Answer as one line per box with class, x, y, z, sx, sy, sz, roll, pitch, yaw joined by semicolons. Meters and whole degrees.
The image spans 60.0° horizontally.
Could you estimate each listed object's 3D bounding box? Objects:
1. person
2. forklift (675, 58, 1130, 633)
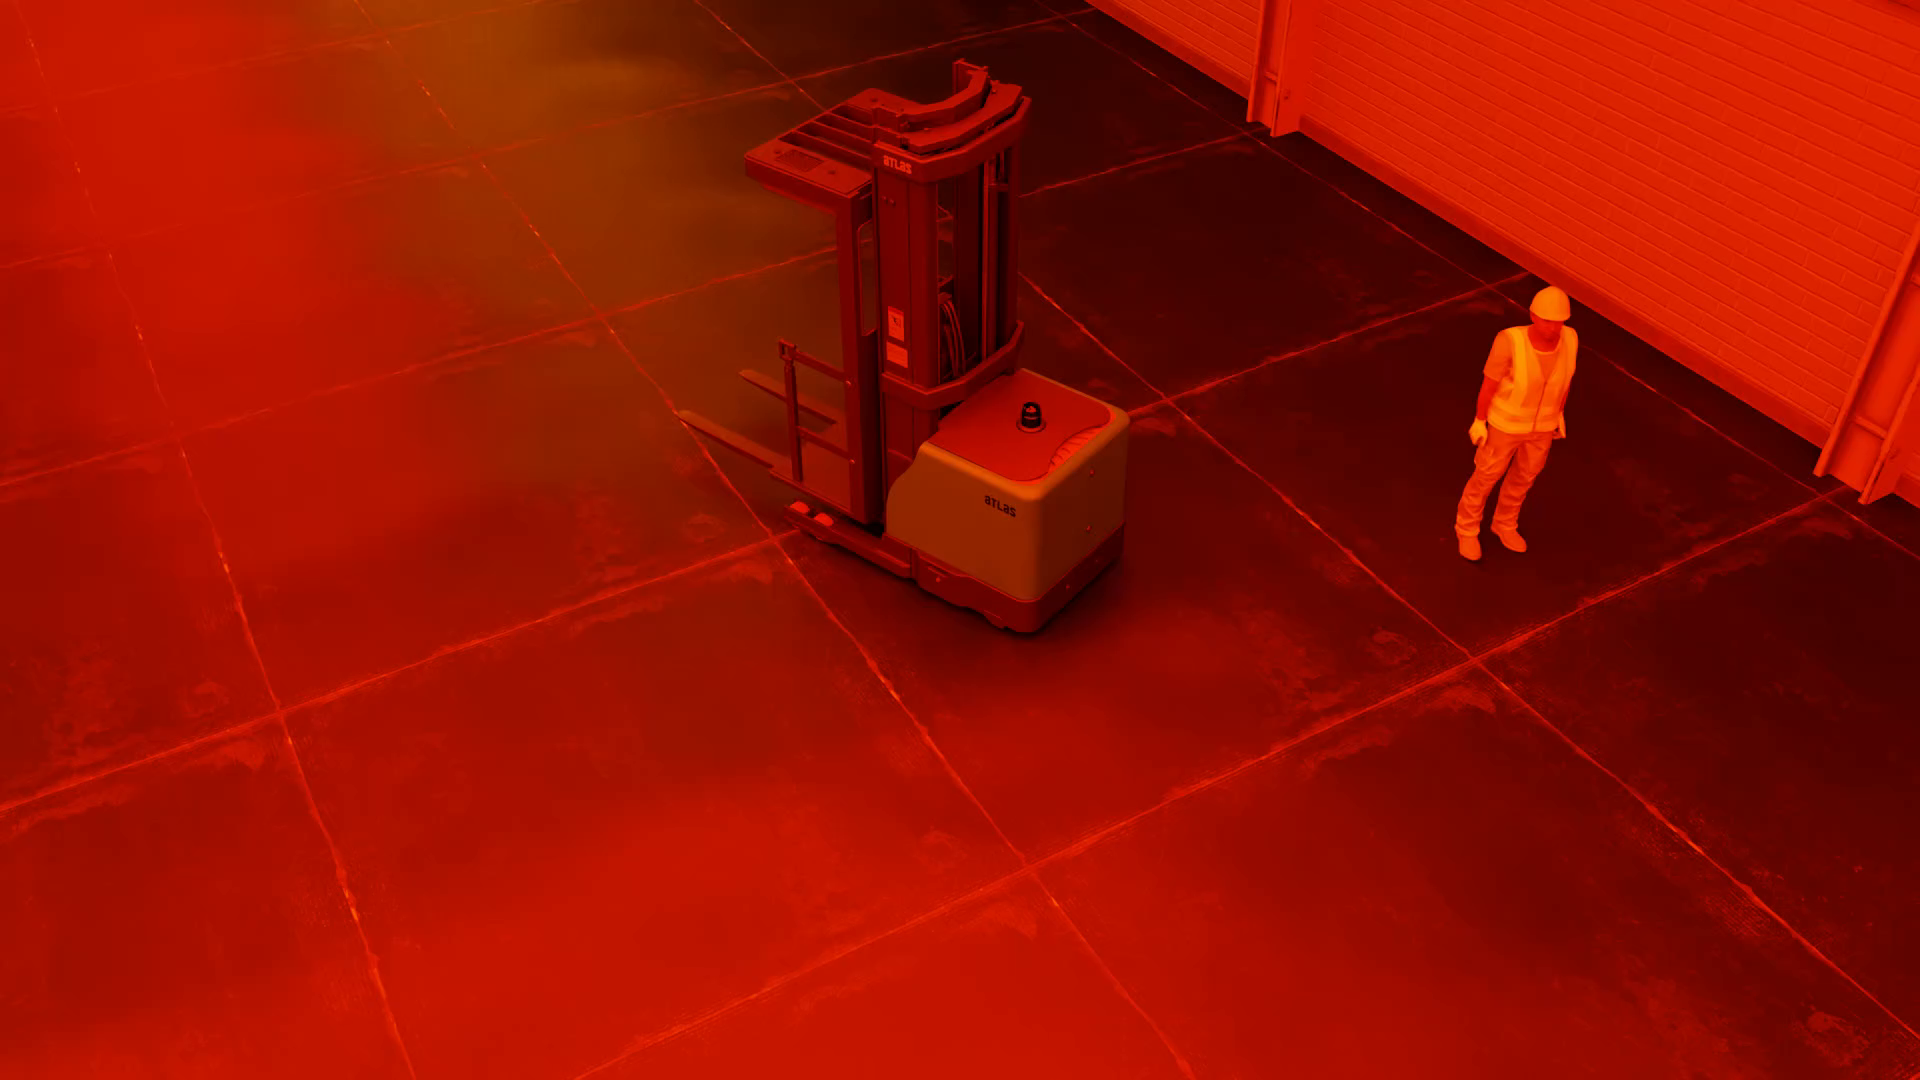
person;3.293;-0.680;9.754;0.582;1.789;0.377;-6;40;-7
forklift;-0.481;-1.366;9.683;3.031;2.935;1.130;26;46;28
